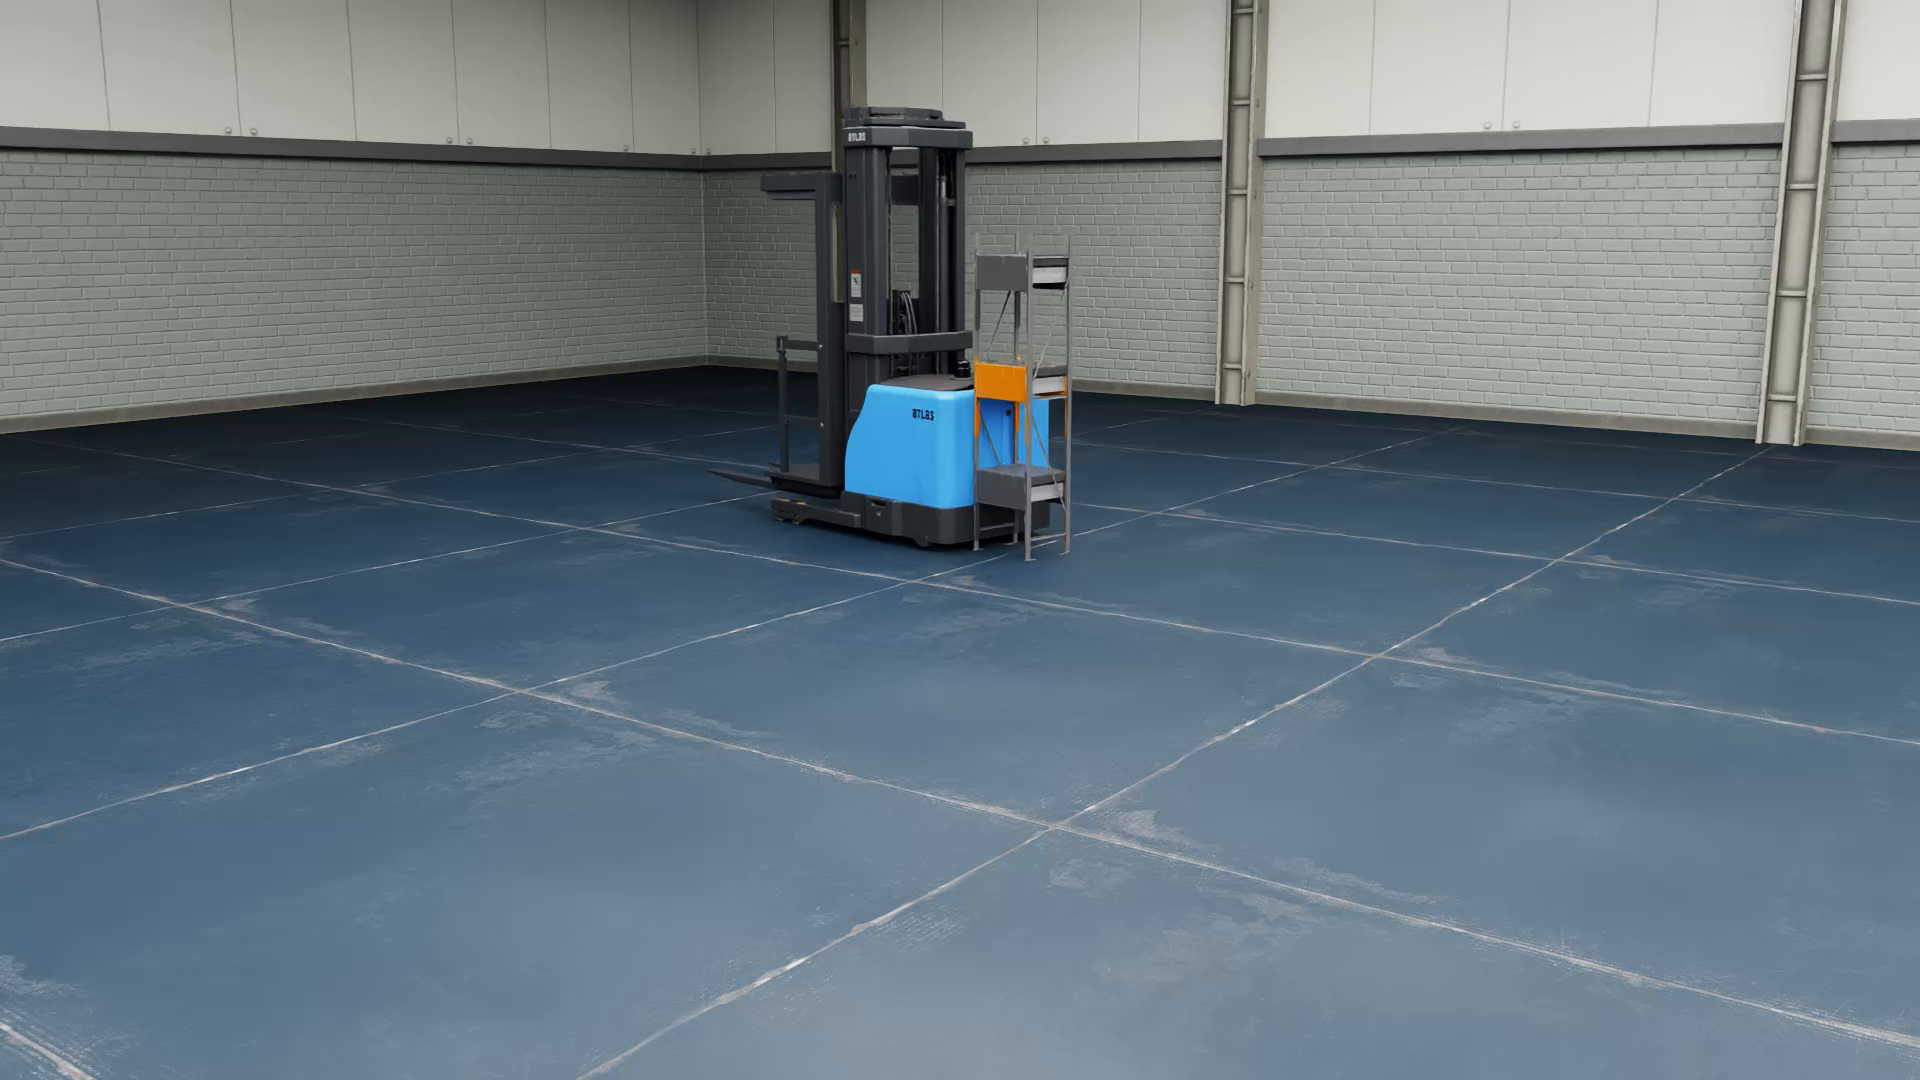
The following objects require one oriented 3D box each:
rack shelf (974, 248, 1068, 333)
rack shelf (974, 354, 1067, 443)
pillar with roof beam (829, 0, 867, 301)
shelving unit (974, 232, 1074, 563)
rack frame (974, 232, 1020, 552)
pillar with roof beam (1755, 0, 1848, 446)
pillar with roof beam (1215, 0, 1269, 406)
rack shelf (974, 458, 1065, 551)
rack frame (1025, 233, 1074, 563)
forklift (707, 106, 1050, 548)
[{"bbox_3d":[0.409,-1.619,10.755,0.431,0.518,0.480,-10,15,-42],"label":"rack shelf"},{"bbox_3d":[0.409,-0.931,10.888,0.431,0.518,0.480,-10,15,-42],"label":"rack shelf"},{"bbox_3d":[-4.072,-6.074,19.237,0.400,9.000,9.100,8,13,36],"label":"pillar with roof beam"},{"bbox_3d":[0.409,-0.945,10.885,0.431,2.100,0.503,-10,15,-42],"label":"shelving unit"},{"bbox_3d":[0.243,-0.979,11.060,0.400,2.100,0.015,-10,15,-42],"label":"rack frame"},{"bbox_3d":[5.600,-4.725,12.263,0.400,9.000,9.100,8,13,36],"label":"pillar with roof beam"},{"bbox_3d":[0.764,-5.400,15.750,0.400,9.000,9.100,8,13,36],"label":"pillar with roof beam"},{"bbox_3d":[0.409,-0.244,11.020,0.431,0.518,0.480,-10,15,-42],"label":"rack shelf"},{"bbox_3d":[0.575,-0.911,10.710,0.400,2.100,0.015,-10,15,-42],"label":"rack frame"},{"bbox_3d":[-0.743,-1.610,12.133,1.130,2.935,3.031,-10,15,-42],"label":"forklift"}]
